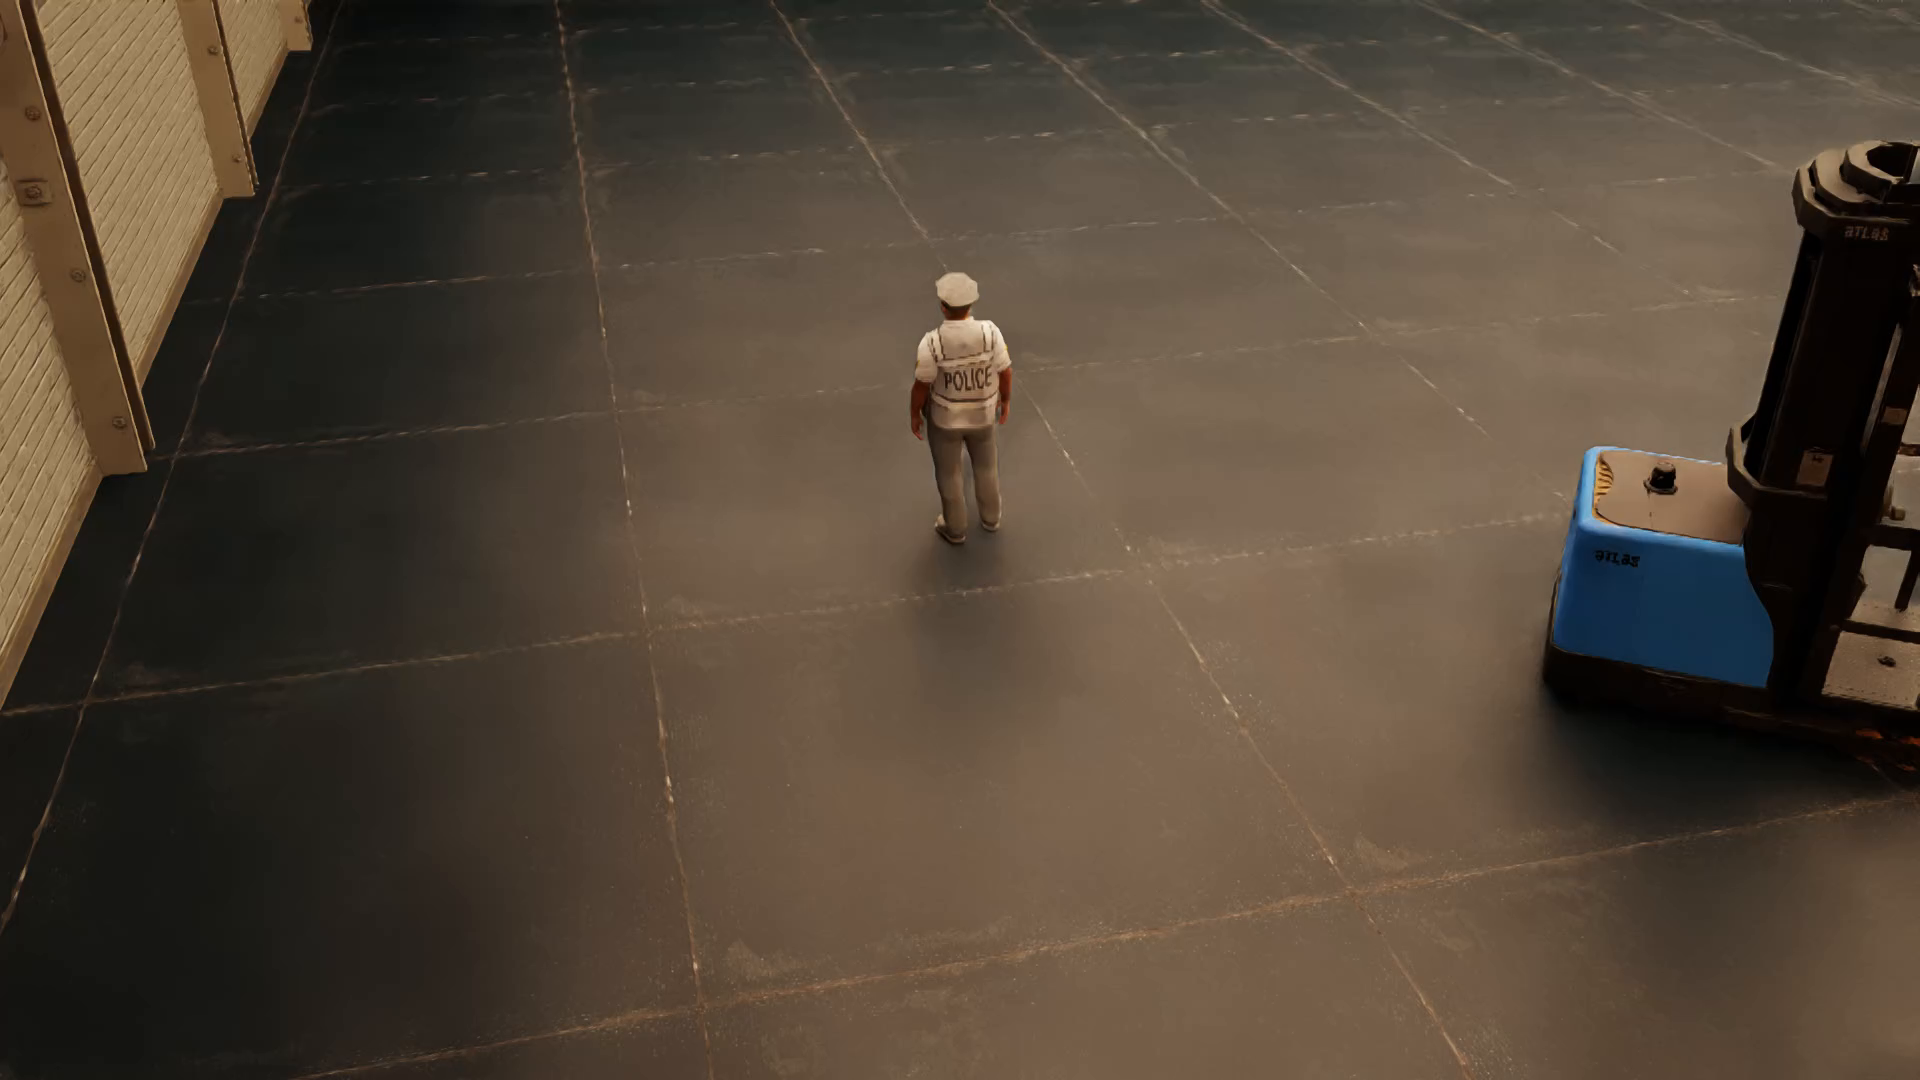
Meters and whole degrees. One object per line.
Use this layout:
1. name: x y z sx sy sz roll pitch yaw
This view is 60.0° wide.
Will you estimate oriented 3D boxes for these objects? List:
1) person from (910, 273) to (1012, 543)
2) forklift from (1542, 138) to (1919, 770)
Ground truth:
1. person: -0.007 -0.817 10.117 0.640 1.781 0.574 -7 31 -12
2. forklift: 4.746 -0.398 8.262 3.031 2.935 1.130 11 32 18
